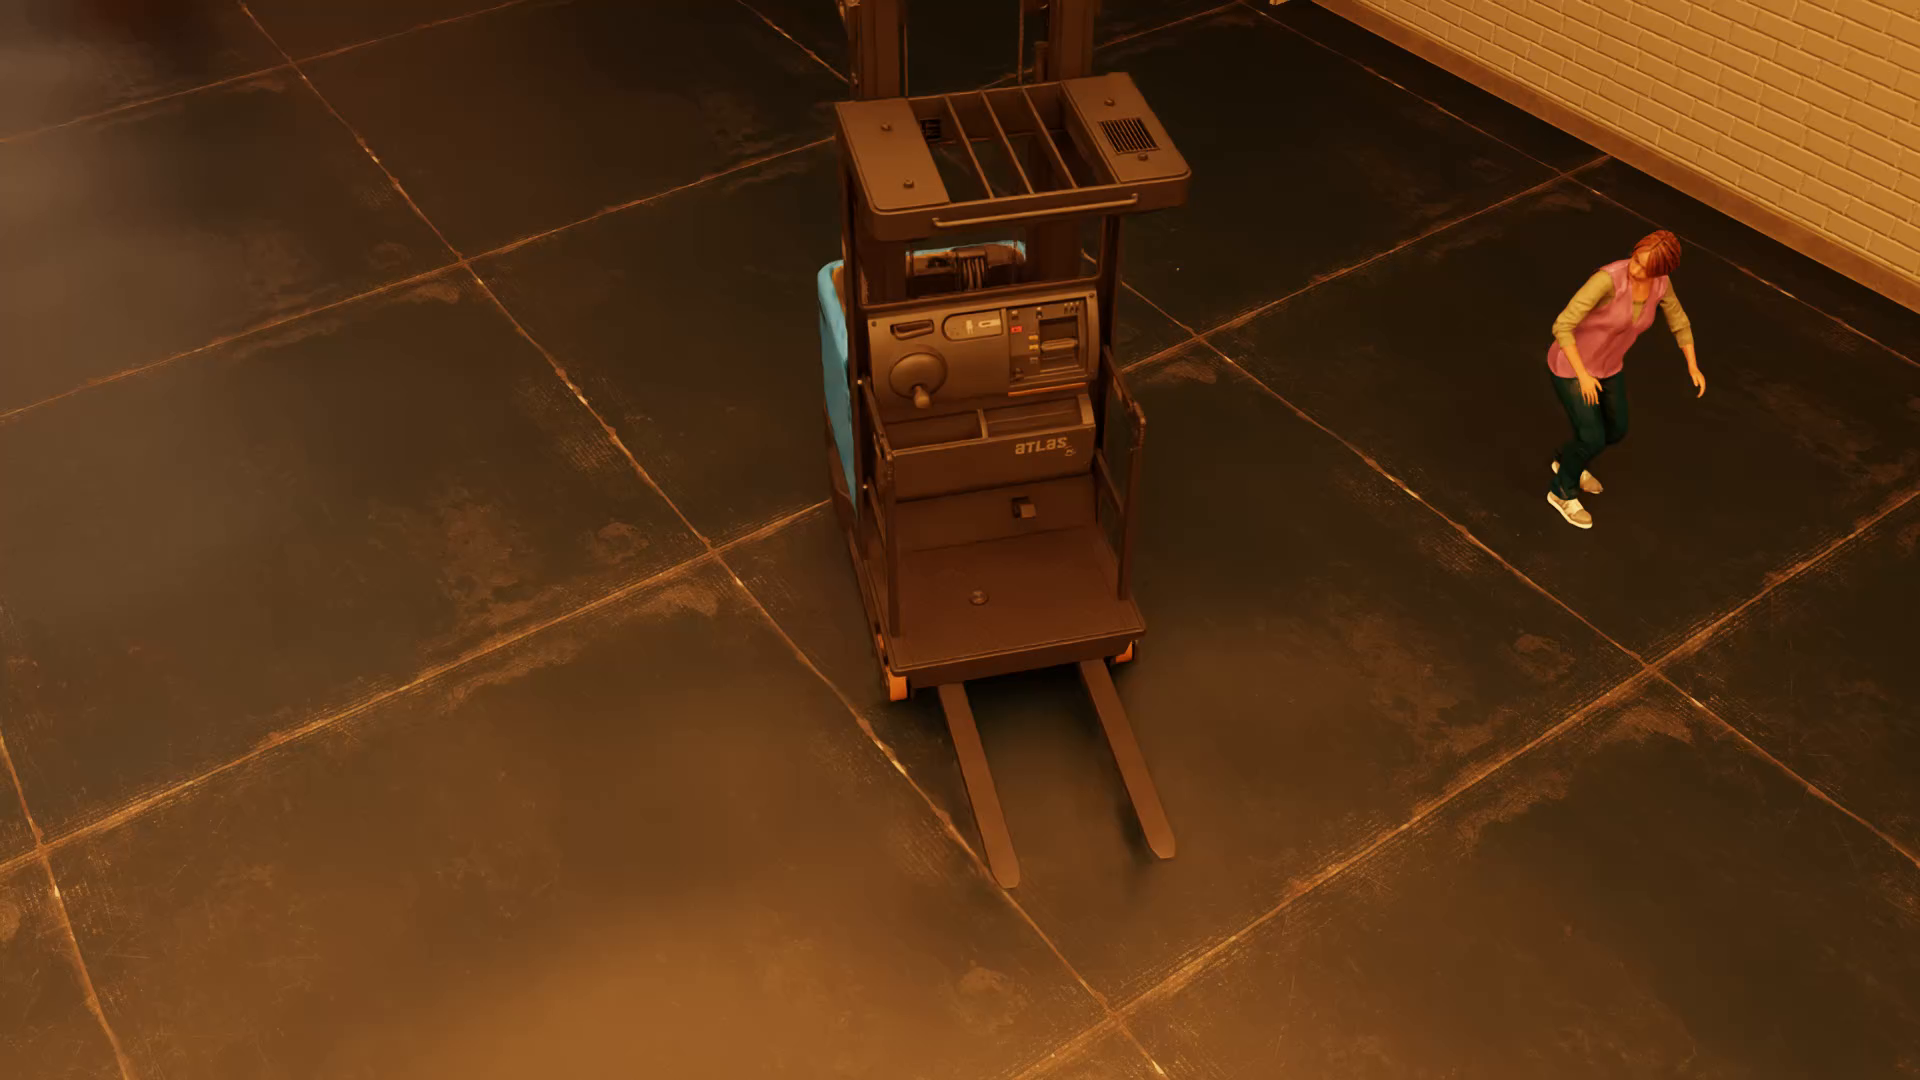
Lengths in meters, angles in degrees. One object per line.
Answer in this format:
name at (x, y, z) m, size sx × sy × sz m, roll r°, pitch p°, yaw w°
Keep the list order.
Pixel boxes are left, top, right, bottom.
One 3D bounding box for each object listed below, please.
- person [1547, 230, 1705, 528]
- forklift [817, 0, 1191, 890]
person at (2.977, -0.718, 7.555) m, size 0.656 × 1.546 × 0.600 m, roll -20°, pitch 46°, yaw -20°
forklift at (0.149, -0.673, 6.446) m, size 1.130 × 2.935 × 3.031 m, roll -9°, pitch 43°, yaw -9°
